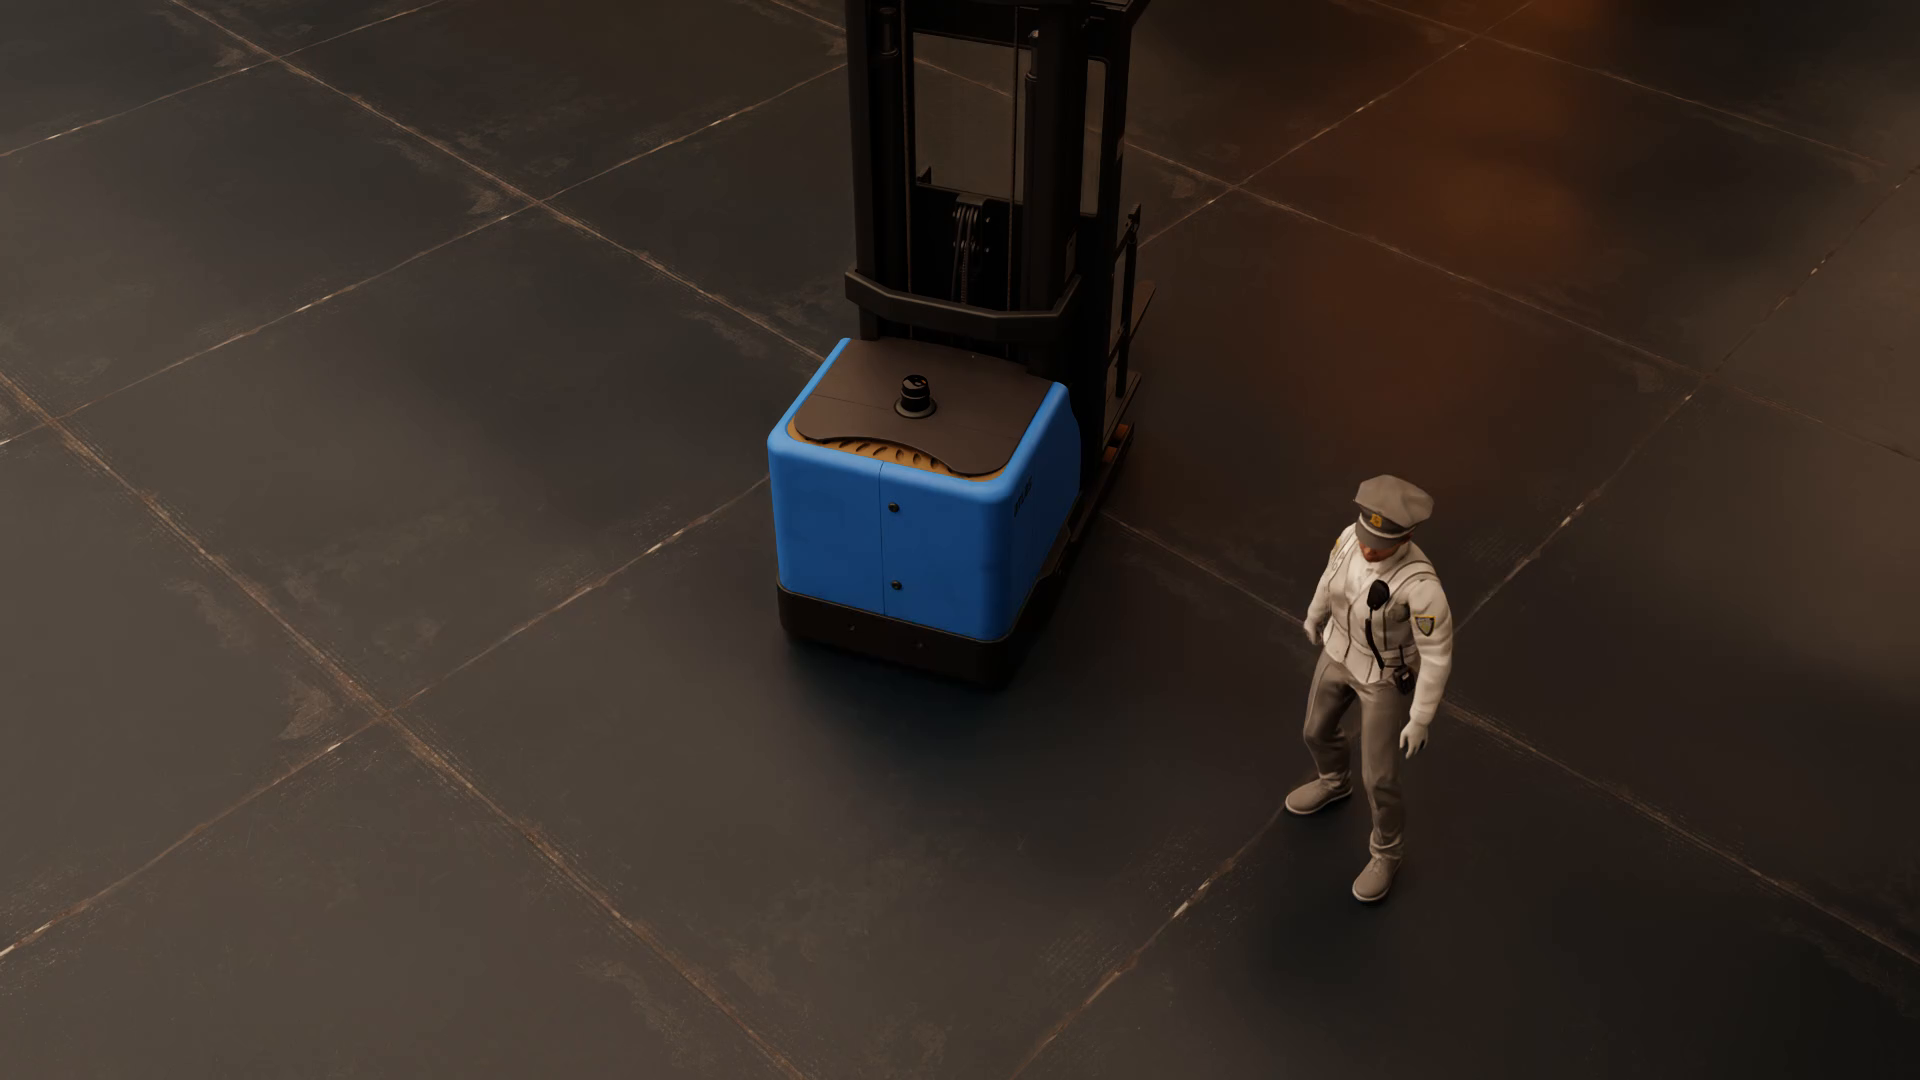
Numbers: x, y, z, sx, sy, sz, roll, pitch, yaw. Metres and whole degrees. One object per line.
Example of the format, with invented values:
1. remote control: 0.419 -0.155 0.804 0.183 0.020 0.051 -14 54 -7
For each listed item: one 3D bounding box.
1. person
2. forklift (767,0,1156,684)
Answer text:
1. person: 1.447 0.470 5.876 0.364 1.641 0.734 -22 45 -24
2. forklift: 0.211 -1.484 7.158 1.130 2.935 3.031 14 42 15
